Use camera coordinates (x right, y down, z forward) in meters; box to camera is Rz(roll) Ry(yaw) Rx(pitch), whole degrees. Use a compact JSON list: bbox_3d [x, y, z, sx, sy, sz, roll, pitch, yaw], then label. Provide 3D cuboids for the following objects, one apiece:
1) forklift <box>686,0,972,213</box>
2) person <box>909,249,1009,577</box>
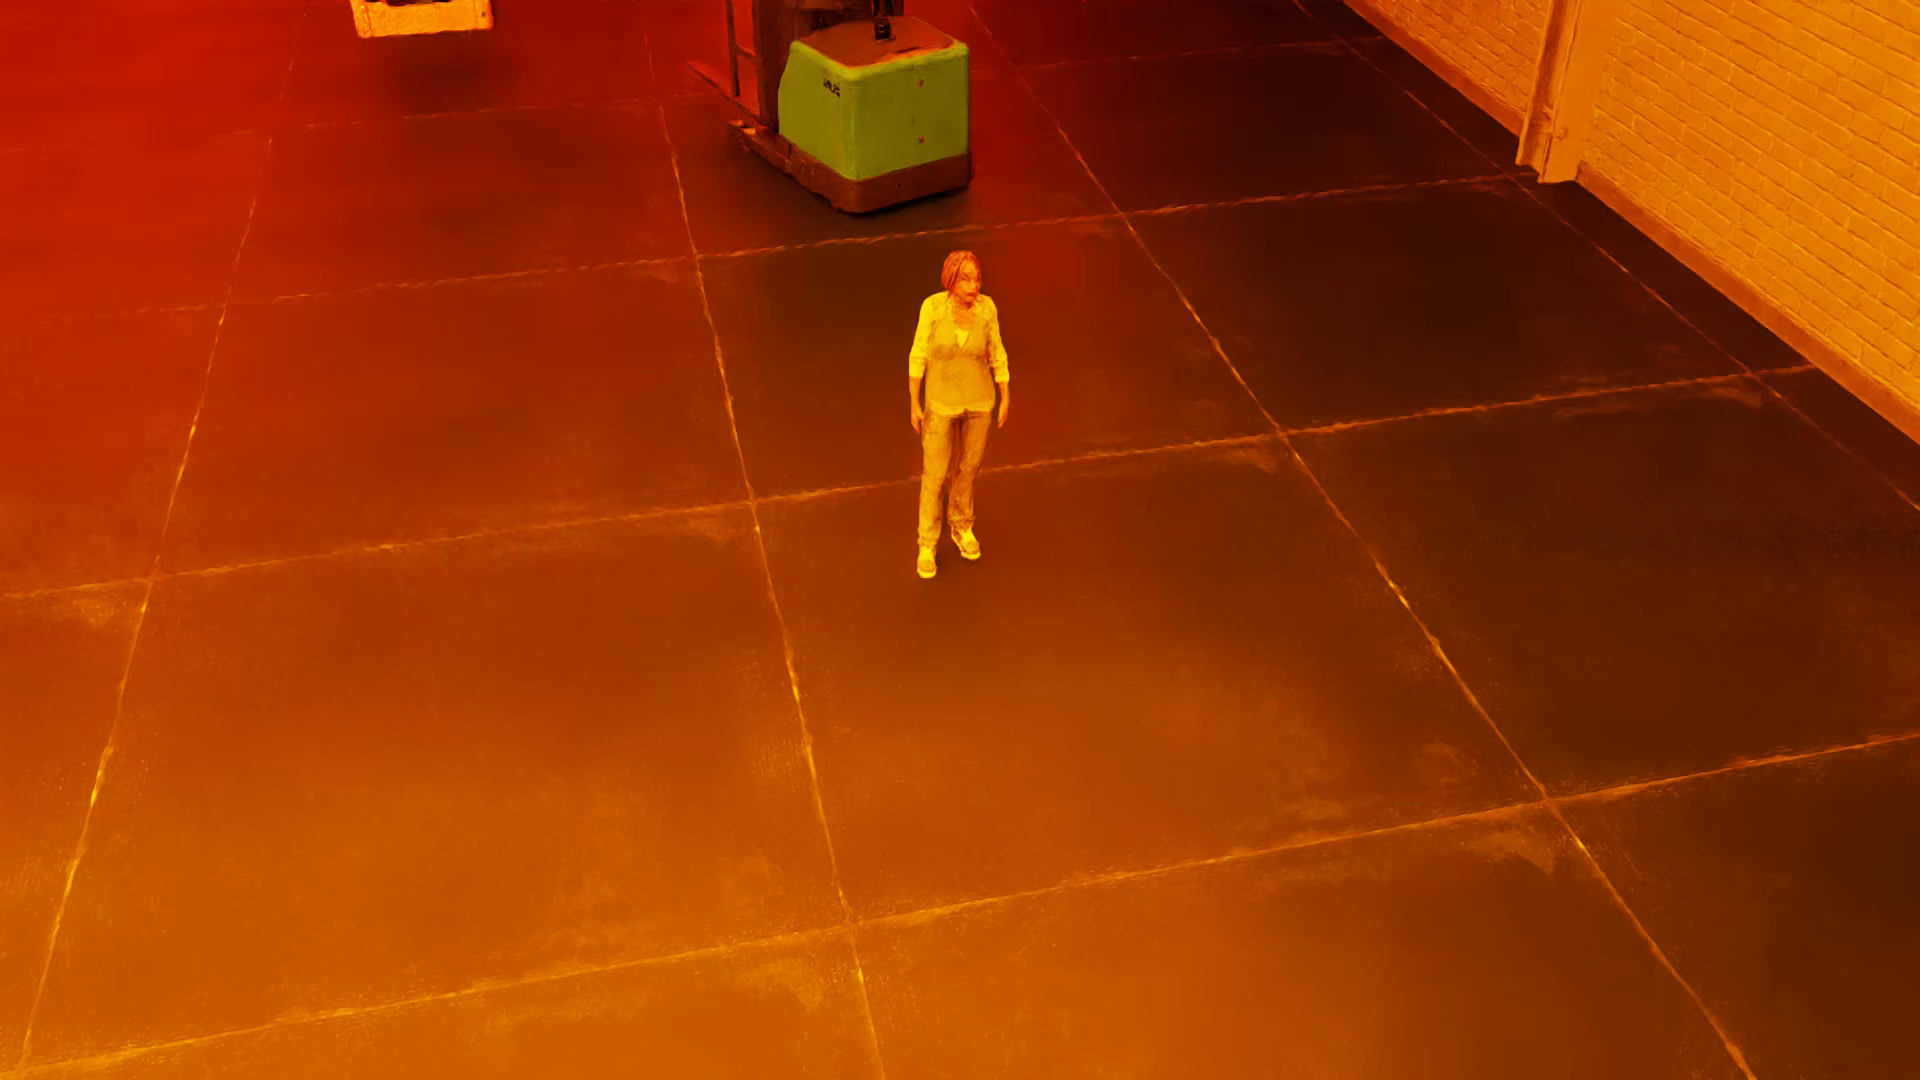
[{"bbox_3d":[-1.139,-4.299,12.023,1.130,2.935,3.031,-21,41,-26],"label":"forklift"},{"bbox_3d":[0.003,-0.610,8.028,0.521,1.597,0.474,-8,36,-11],"label":"person"}]
